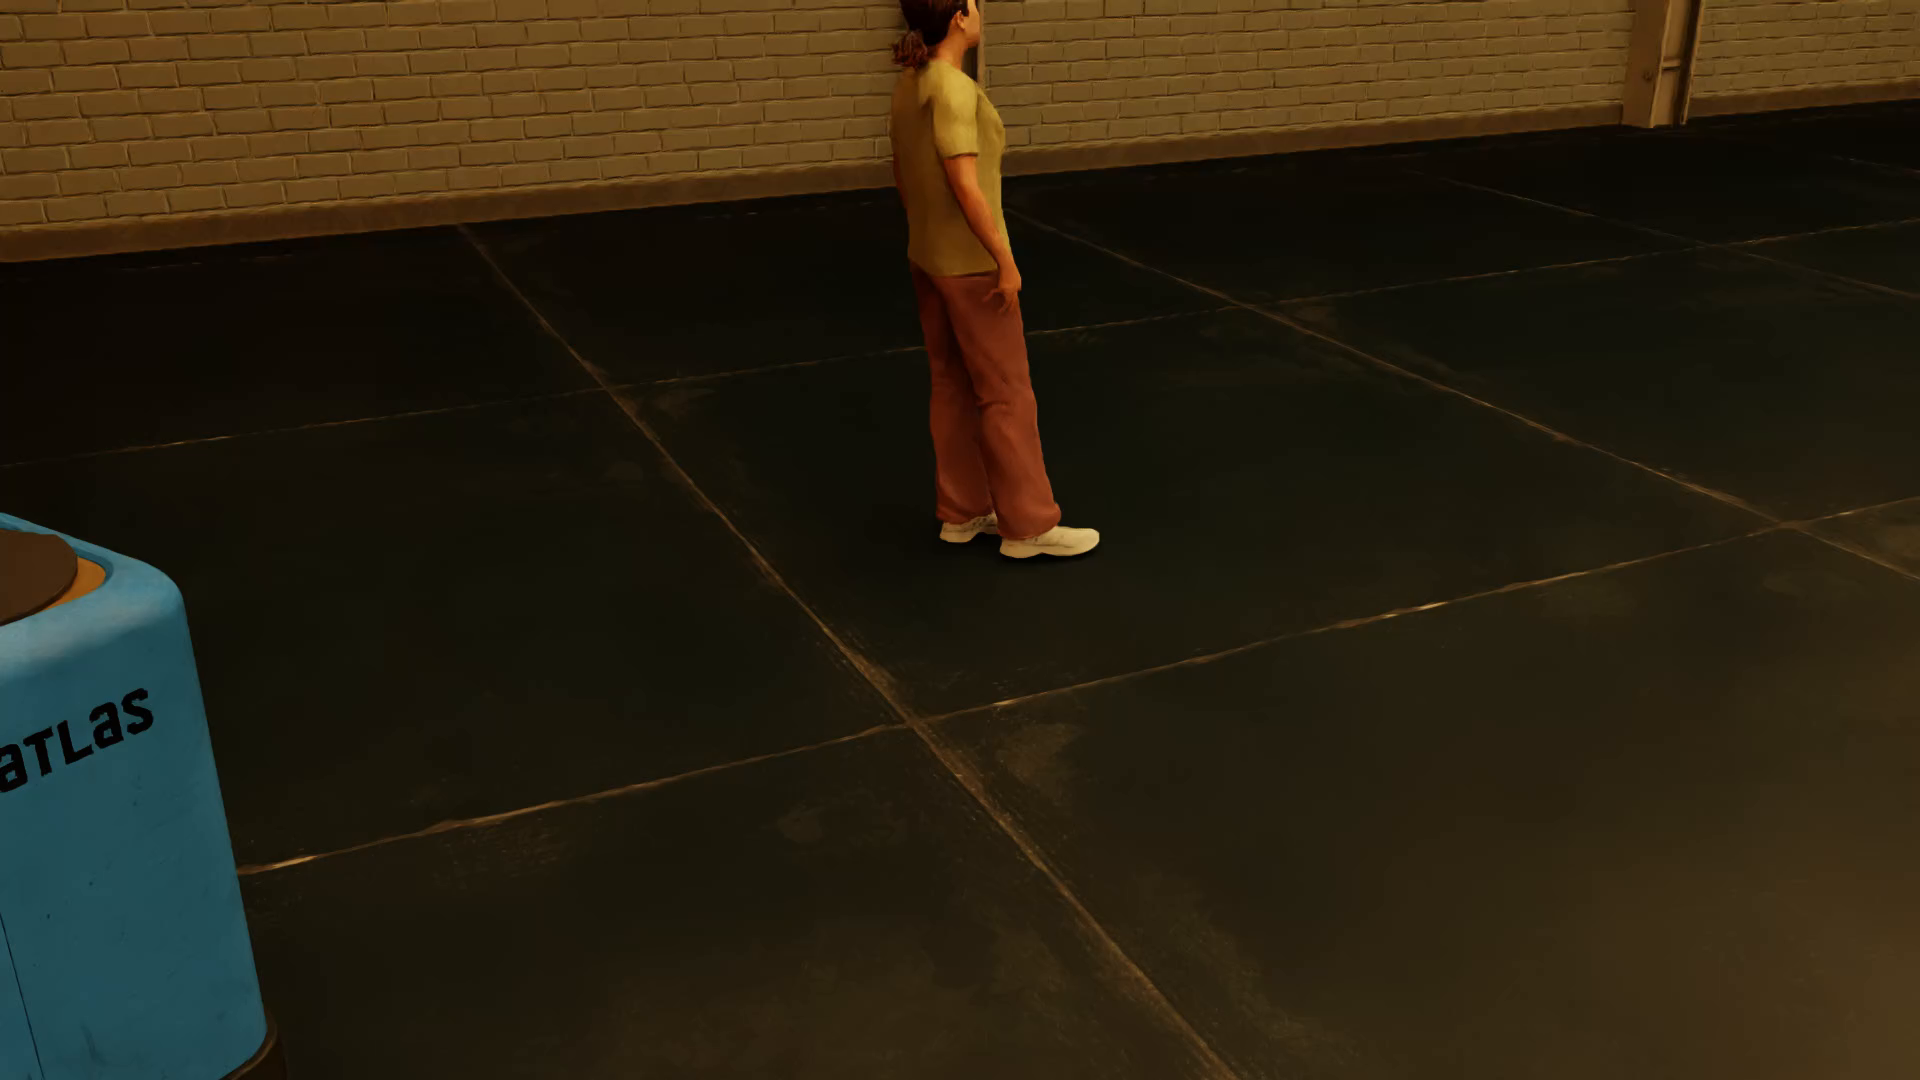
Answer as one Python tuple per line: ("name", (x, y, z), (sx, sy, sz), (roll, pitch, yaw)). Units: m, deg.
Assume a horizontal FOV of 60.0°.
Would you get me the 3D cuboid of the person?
("person", (0.072, -0.788, 4.802), (0.548, 1.674, 0.555), (-10, 25, -23))
